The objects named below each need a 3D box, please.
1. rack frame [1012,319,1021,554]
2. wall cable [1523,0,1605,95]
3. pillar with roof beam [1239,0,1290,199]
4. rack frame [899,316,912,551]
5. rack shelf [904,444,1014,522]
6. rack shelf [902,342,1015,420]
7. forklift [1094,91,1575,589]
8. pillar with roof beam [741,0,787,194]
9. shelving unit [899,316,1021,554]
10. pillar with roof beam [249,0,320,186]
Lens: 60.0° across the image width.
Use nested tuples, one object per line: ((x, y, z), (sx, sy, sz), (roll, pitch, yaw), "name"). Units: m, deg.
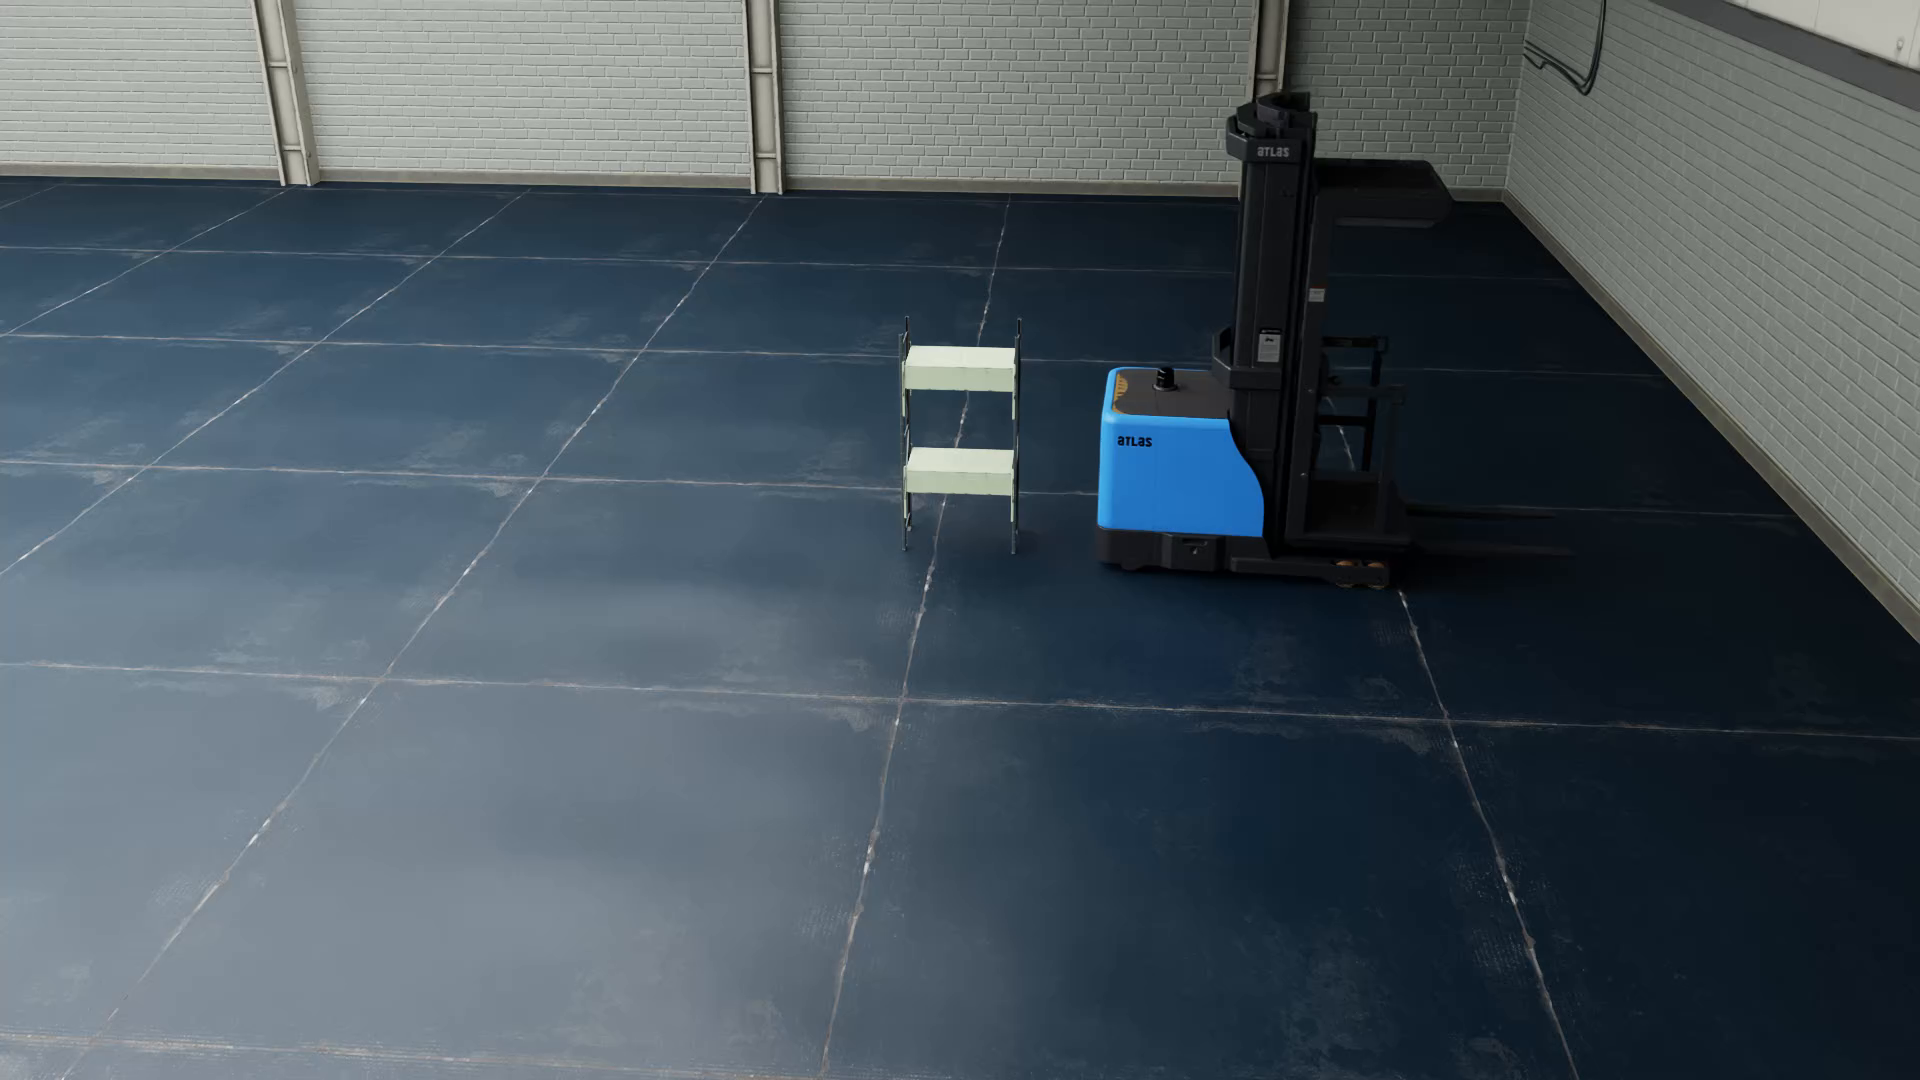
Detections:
((0.372, -0.669, 10.911), (0.023, 1.500, 0.400), (2, 25, 4), "rack frame")
((6.445, -6.178, 17.626), (0.112, 2.526, 3.097), (2, 25, 4), "wall cable")
((3.279, -6.440, 14.481), (0.400, 9.000, 9.100), (2, 25, 4), "pillar with roof beam")
((-0.358, -0.693, 10.961), (0.023, 1.500, 0.400), (2, 25, 4), "rack frame")
((0.007, -0.385, 11.072), (0.720, 0.370, 0.431), (2, 25, 4), "rack shelf")
((0.007, -1.036, 10.773), (0.720, 0.370, 0.431), (2, 25, 4), "rack shelf")
((2.433, -1.255, 10.471), (3.031, 2.935, 1.130), (3, 25, 7), "forklift")
((-2.704, -6.632, 14.898), (0.400, 9.000, 9.100), (2, 25, 4), "pillar with roof beam")
((0.007, -0.681, 10.936), (0.755, 1.500, 0.431), (2, 25, 4), "shelving unit")
((-8.686, -6.824, 15.315), (0.400, 9.000, 9.100), (2, 25, 4), "pillar with roof beam")
